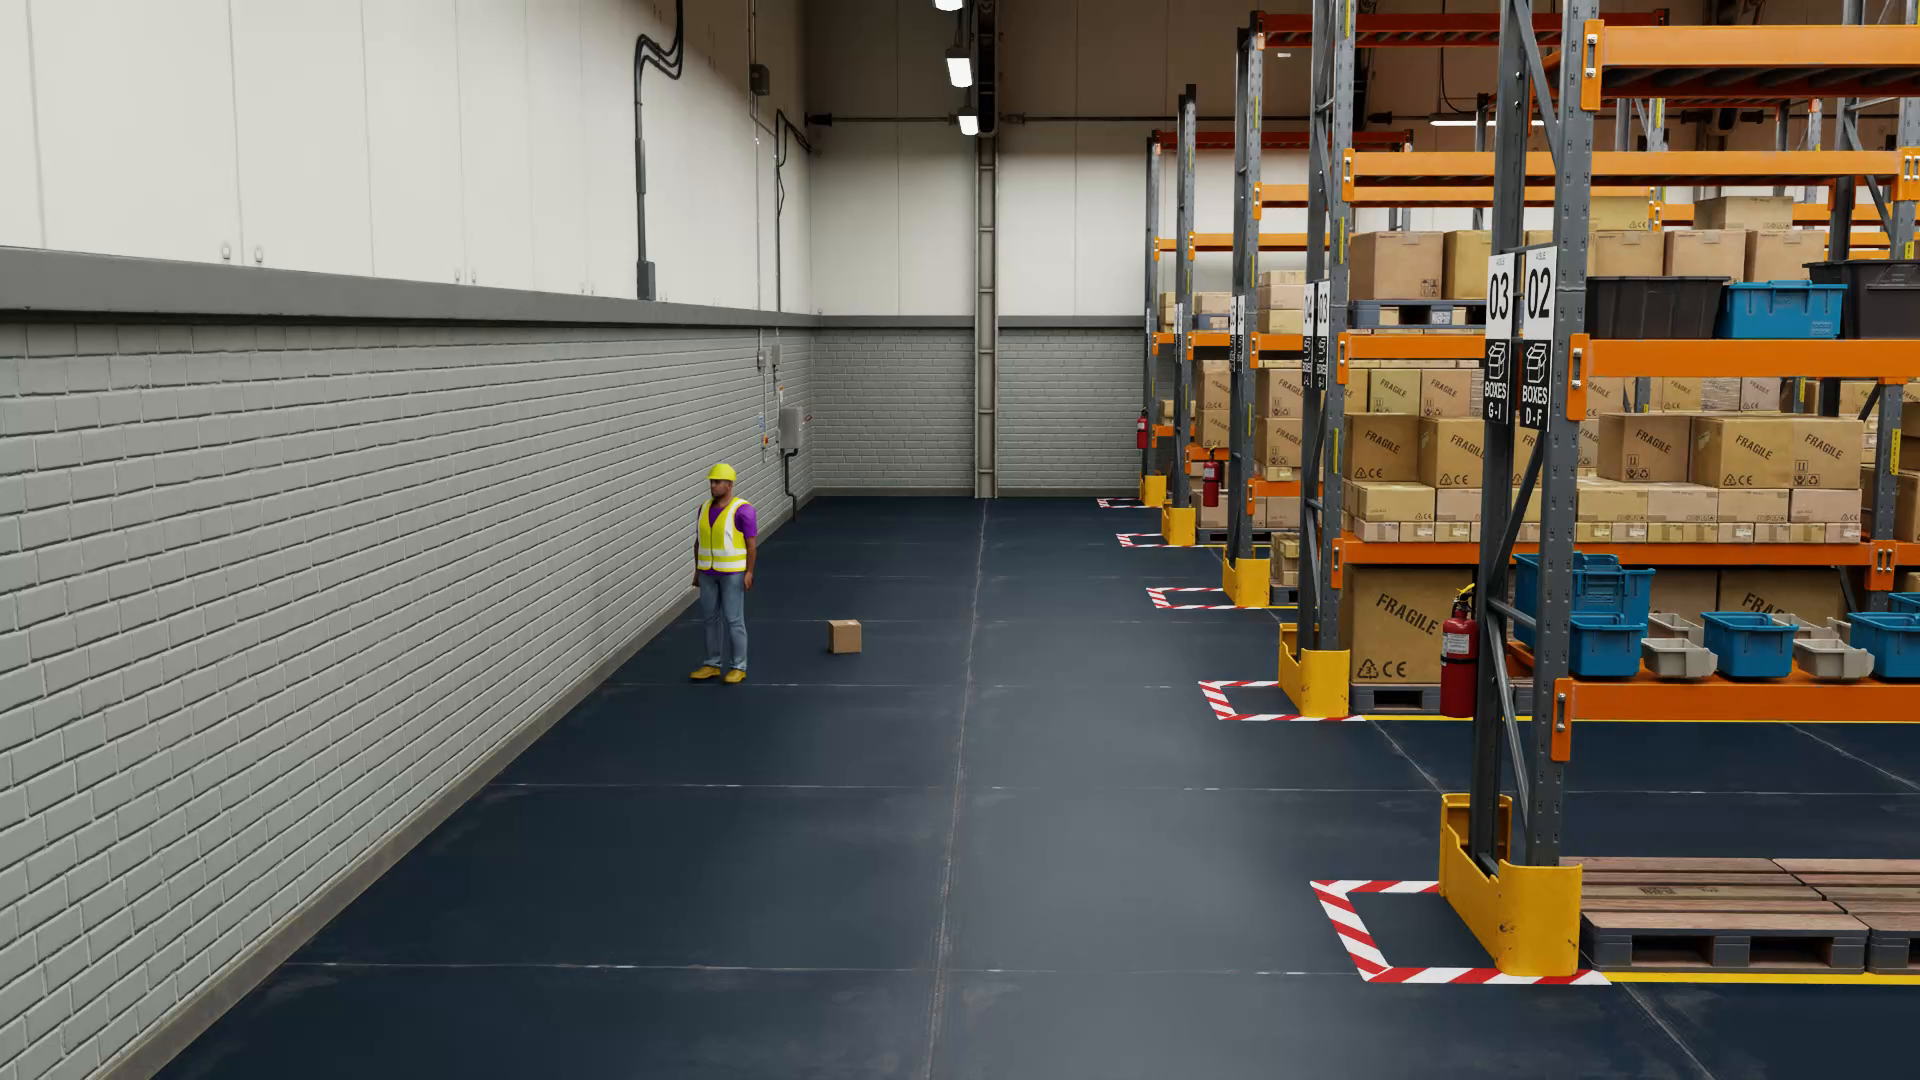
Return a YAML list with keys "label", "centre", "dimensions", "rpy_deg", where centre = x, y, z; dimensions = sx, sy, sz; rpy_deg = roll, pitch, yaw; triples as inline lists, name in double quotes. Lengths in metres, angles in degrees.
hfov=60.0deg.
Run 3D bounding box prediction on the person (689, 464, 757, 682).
- label: "person"
  centre: [-1.943, 0.265, 13.550]
  dimensions: [0.567, 1.771, 0.380]
  rpy_deg: [3, 8, 25]
